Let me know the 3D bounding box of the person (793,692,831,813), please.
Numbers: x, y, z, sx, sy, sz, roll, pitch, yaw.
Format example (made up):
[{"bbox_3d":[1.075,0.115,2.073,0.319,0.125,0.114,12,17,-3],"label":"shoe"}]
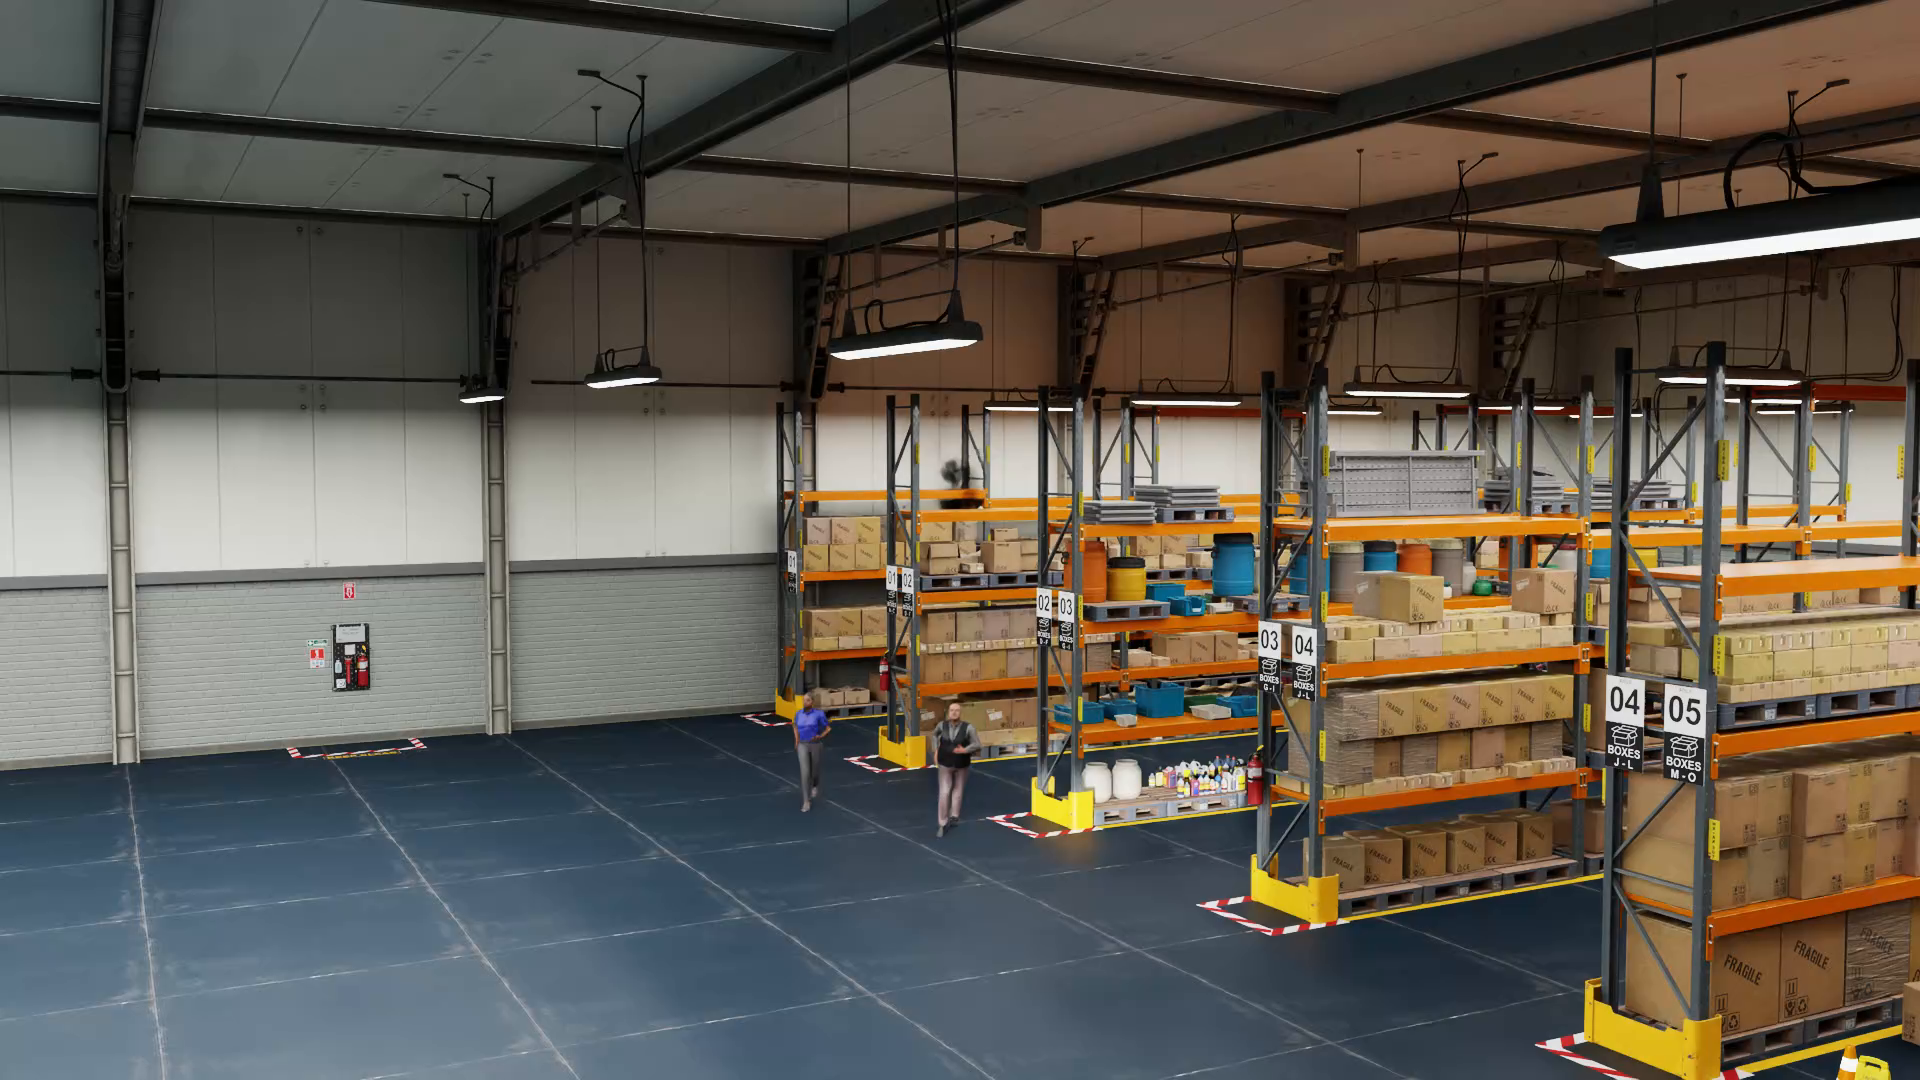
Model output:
[{"bbox_3d":[-2.131,3.005,23.809,0.573,1.660,0.790,0,3,5],"label":"person"}]

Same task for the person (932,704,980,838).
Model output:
[{"bbox_3d":[-0.054,3.058,22.211,0.657,1.778,0.722,0,3,2],"label":"person"}]
